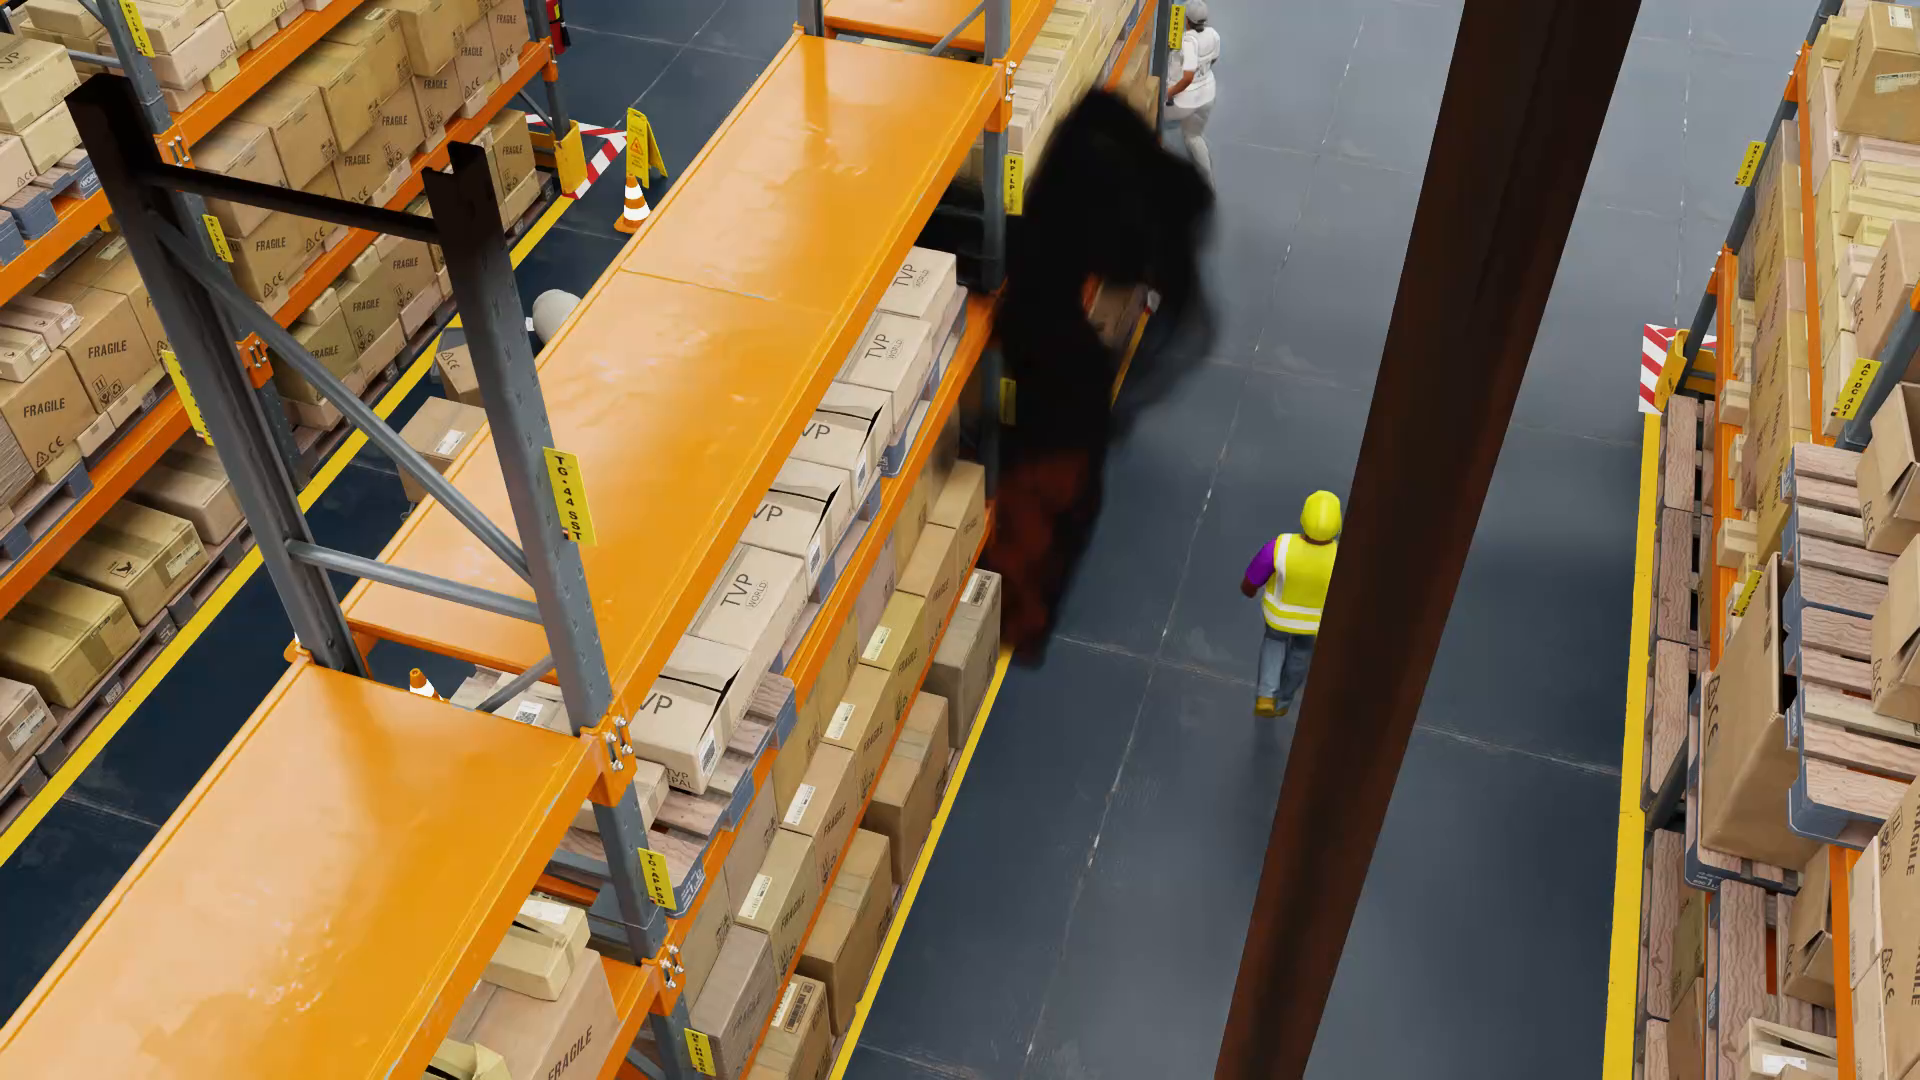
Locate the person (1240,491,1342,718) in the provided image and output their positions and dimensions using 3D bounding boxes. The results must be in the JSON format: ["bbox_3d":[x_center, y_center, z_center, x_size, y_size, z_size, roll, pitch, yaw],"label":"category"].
[{"bbox_3d":[1.865,0.430,9.113,0.702,1.738,0.598,9,46,9],"label":"person"}]

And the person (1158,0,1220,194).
[{"bbox_3d":[1.838,-3.562,13.479,0.613,1.692,0.687,-34,54,-28],"label":"person"}]
